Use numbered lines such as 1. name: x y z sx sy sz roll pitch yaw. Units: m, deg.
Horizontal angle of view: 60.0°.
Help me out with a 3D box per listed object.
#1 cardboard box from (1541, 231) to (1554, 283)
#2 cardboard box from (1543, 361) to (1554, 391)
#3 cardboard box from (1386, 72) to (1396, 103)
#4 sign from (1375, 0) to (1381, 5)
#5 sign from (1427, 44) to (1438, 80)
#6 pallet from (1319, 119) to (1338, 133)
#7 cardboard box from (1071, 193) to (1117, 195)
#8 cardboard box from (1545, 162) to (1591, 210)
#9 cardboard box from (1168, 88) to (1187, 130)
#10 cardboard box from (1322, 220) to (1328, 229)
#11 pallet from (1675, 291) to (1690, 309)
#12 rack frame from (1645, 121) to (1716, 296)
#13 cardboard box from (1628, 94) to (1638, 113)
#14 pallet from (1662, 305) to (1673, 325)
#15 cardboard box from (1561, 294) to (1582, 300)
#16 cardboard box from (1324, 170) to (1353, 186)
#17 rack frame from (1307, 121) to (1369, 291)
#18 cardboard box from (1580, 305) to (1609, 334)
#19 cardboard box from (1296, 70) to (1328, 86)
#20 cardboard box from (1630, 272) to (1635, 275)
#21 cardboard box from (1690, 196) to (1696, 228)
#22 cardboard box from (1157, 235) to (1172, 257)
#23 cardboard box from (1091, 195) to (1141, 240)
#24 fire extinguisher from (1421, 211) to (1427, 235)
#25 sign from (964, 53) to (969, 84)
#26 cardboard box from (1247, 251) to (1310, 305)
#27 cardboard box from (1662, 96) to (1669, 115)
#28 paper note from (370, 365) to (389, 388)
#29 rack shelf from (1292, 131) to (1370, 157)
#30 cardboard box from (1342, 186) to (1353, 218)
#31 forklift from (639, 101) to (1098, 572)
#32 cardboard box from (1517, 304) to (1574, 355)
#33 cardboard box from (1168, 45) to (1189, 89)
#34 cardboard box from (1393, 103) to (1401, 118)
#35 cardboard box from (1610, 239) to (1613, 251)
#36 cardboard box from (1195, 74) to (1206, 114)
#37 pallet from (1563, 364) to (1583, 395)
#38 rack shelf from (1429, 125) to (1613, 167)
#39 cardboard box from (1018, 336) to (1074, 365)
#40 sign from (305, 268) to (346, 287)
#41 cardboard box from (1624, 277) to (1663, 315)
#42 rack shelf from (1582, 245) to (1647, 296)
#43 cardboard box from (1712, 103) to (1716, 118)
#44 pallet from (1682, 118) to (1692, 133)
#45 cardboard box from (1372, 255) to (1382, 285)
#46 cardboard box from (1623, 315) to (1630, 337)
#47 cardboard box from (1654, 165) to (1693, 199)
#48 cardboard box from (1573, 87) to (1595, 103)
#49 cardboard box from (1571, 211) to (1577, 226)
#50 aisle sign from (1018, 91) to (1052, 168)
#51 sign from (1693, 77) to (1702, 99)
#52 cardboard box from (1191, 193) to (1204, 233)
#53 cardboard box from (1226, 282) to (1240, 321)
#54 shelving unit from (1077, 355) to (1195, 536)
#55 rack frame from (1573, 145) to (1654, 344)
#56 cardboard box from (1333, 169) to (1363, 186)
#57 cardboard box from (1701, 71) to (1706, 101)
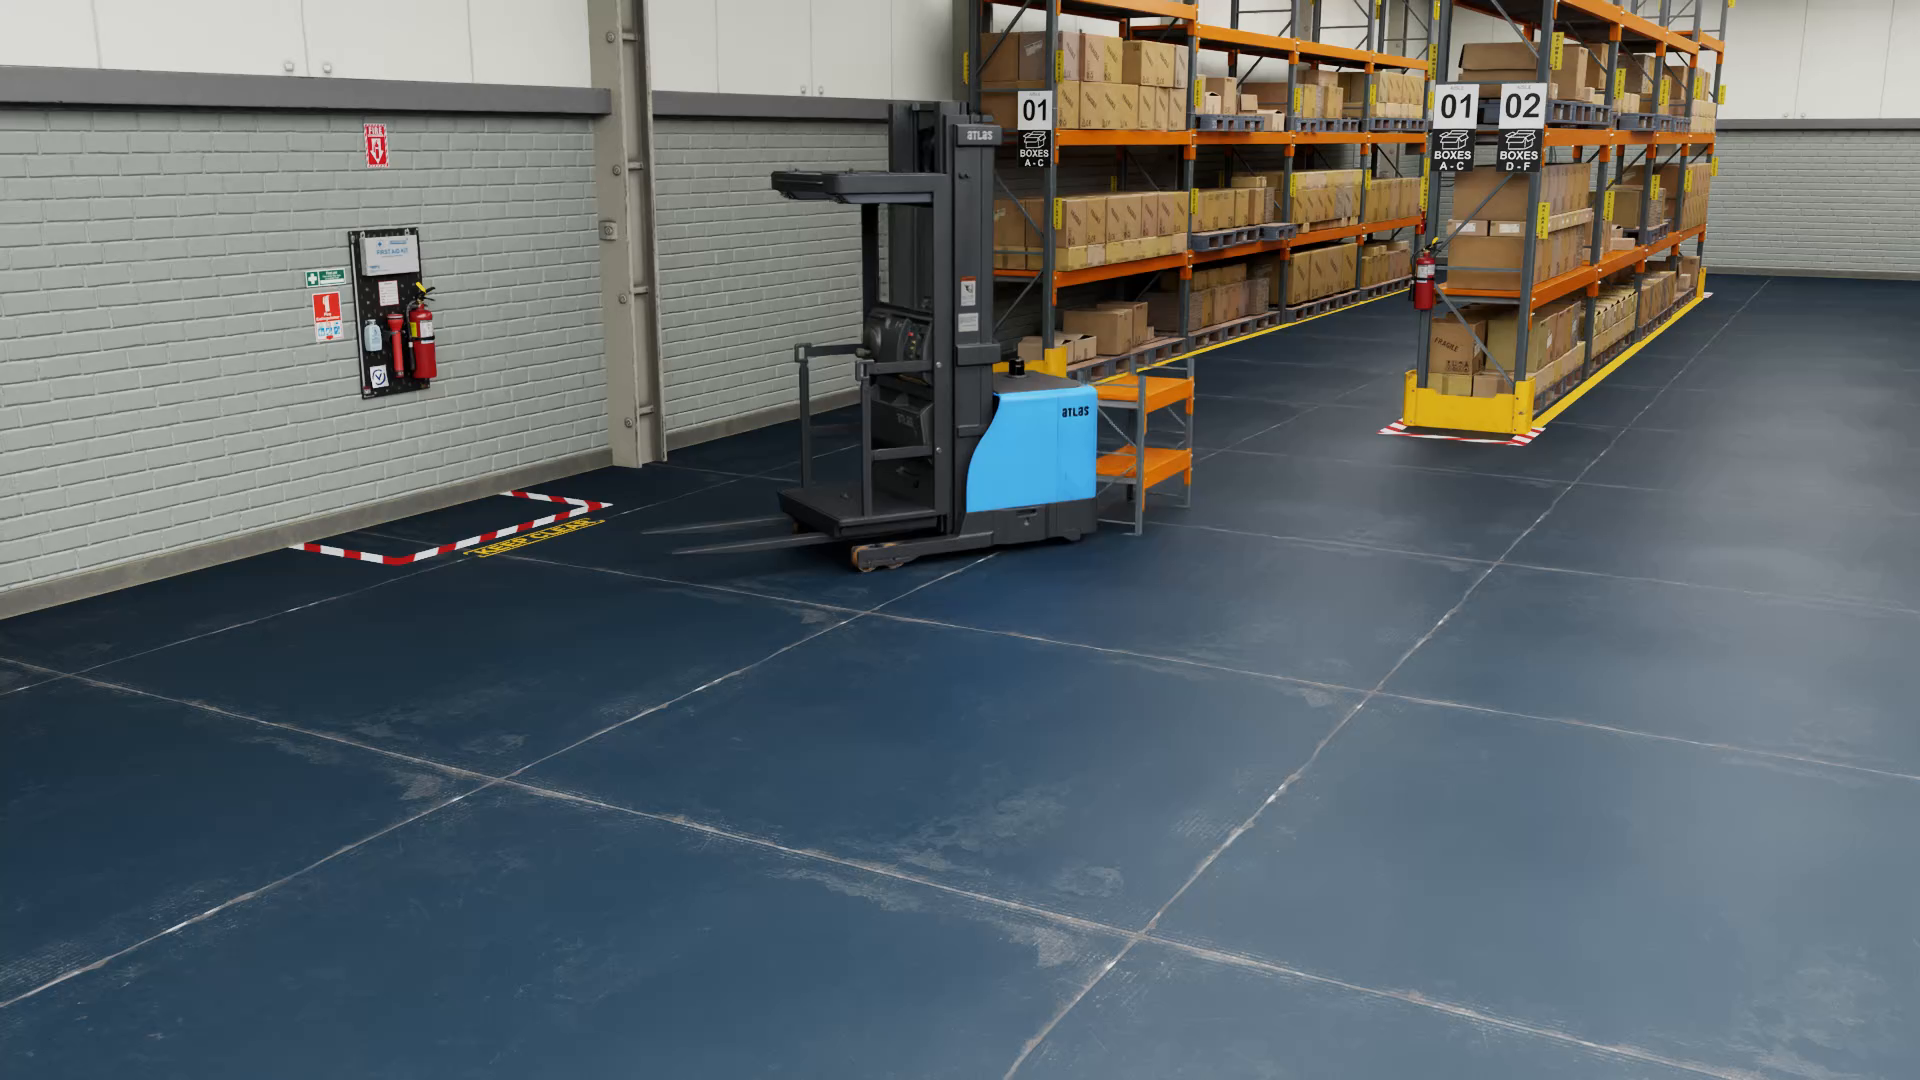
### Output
1. cardboard box: 5.629 -2.905 16.969 0.700 0.500 0.500 7 15 28
2. cardboard box: 5.832 -1.710 17.198 0.500 0.250 0.500 7 15 28
3. cardboard box: 7.193 -7.798 28.690 0.500 0.500 0.500 7 15 27
4. sign: 6.841 -8.925 27.191 0.100 0.325 0.005 7 15 28
5. sign: 4.429 -4.467 15.541 0.100 0.325 0.005 7 15 28
6. pallet: 5.229 -6.488 26.050 1.003 0.211 1.213 8 16 31
7. cardboard box: 1.584 -3.955 20.215 0.500 0.500 0.500 8 16 30
8. cardboard box: 6.622 -3.961 18.580 0.700 0.500 0.500 7 15 28
9. cardboard box: 2.464 -5.318 20.536 0.500 0.500 0.500 8 16 30
10. cardboard box: 5.654 -5.052 26.583 0.380 0.149 0.250 8 16 30
11. pallet: 11.620 -4.051 27.886 1.003 0.211 1.213 7 15 28
12. rack frame: 12.632 -5.835 29.337 1.000 3.000 0.127 7 15 28
13. cardboard box: 8.357 -5.574 21.278 0.500 0.250 0.500 8 16 30
14. pallet: 10.338 -3.488 25.550 1.003 0.211 1.213 7 15 28
15. cardboard box: 7.759 -3.047 21.544 0.500 0.311 0.500 7 15 27
16. cardboard box: 6.103 -5.914 27.172 0.500 0.250 0.500 8 16 29
17. rack frame: 6.360 -5.575 28.258 1.000 3.000 0.127 7 15 28
18. cardboard box: 7.496 -2.672 19.990 0.500 0.311 0.500 7 15 27
19. cardboard box: 5.566 -7.379 26.591 0.500 0.250 0.500 7 15 26
20. cardboard box: 10.003 -3.831 25.418 0.500 0.500 0.500 8 16 29
21. cardboard box: 11.672 -5.344 27.089 0.500 0.500 0.500 7 15 28
22. cardboard box: 2.281 -3.638 20.499 0.500 0.250 0.500 7 15 28
23. cardboard box: 1.795 -3.791 19.535 0.500 0.500 0.500 8 16 30
24. fire extinguisher: 8.771 -6.155 31.626 0.296 0.674 0.183 7 15 28
25. sign: 0.083 -5.069 17.868 0.100 0.325 0.005 7 15 28
26. cardboard box: 4.897 -4.049 25.620 0.750 0.750 0.750 7 15 27
27. cardboard box: 9.444 -6.005 23.429 0.910 0.500 0.500 7 15 28
28. paper note: -4.134 -1.164 11.842 0.016 0.148 0.142 7 15 28
29. rack shelf: 5.393 -6.273 26.288 1.077 0.370 4.000 7 15 28
30. cardboard box: 6.120 -5.549 27.259 0.500 0.500 0.500 8 15 28
31. forklift: -0.594 -1.359 10.918 3.031 2.935 1.130 -7 15 -27
32. cardboard box: 6.308 -2.281 17.965 0.500 0.500 0.500 7 15 28
33. cardboard box: 2.488 -5.803 20.413 0.500 0.500 0.500 6 15 23
34. cardboard box: 7.425 -7.534 29.194 0.500 0.250 0.500 7 15 26
35. cardboard box: 8.198 -3.804 21.446 0.380 0.149 0.250 9 16 32
36. cardboard box: 2.827 -5.748 21.465 0.500 0.500 0.500 10 17 36
37. pallet: 6.410 -1.859 18.794 1.003 0.211 1.213 7 15 28
38. rack shelf: 5.864 -4.071 17.155 1.077 0.370 4.000 7 15 28
39. cardboard box: 0.972 -2.151 18.856 0.500 0.311 0.500 6 15 22
40. sign: -4.336 -1.794 11.368 0.001 0.109 0.331 7 15 28
41. cardboard box: 9.978 -3.571 24.342 0.500 0.500 0.500 7 15 26
42. rack shelf: 7.798 -3.434 20.911 1.077 0.370 4.000 7 15 28
43. cardboard box: 12.607 -7.329 28.387 0.500 0.250 0.500 7 15 28
44. pallet: 10.322 -6.255 25.081 1.213 0.211 1.003 7 15 28
45. cardboard box: 7.057 -4.808 29.516 0.700 0.500 0.500 7 15 27
46. cardboard box: 8.478 -2.819 21.799 0.500 0.250 0.500 7 15 27
47. cardboard box: 11.173 -5.614 26.073 0.500 0.500 0.500 8 16 29
48. cardboard box: 6.487 -4.703 17.582 0.380 0.149 0.250 7 15 28
49. cardboard box: 6.394 -3.448 17.840 0.380 0.149 0.250 7 15 28
50. aisle sign: 0.787 -4.328 17.539 0.394 0.787 0.004 7 15 28
51. sign: 11.186 -6.853 25.217 0.100 0.325 0.005 7 15 28
52. cardboard box: 2.769 -4.297 21.803 0.700 0.500 0.500 7 15 28
53. cardboard box: 3.558 -3.402 23.638 0.700 0.500 0.500 7 15 28
54. shelving unit: 1.279 -0.713 12.092 0.538 1.125 1.048 7 15 26
55. rack frame: 8.765 -4.194 22.529 1.000 3.000 0.127 7 15 28
56. cardboard box: 6.358 -6.018 27.603 0.500 0.250 0.500 8 16 29
57. cardboard box: 11.934 -7.513 27.550 0.700 0.500 0.500 7 15 28
